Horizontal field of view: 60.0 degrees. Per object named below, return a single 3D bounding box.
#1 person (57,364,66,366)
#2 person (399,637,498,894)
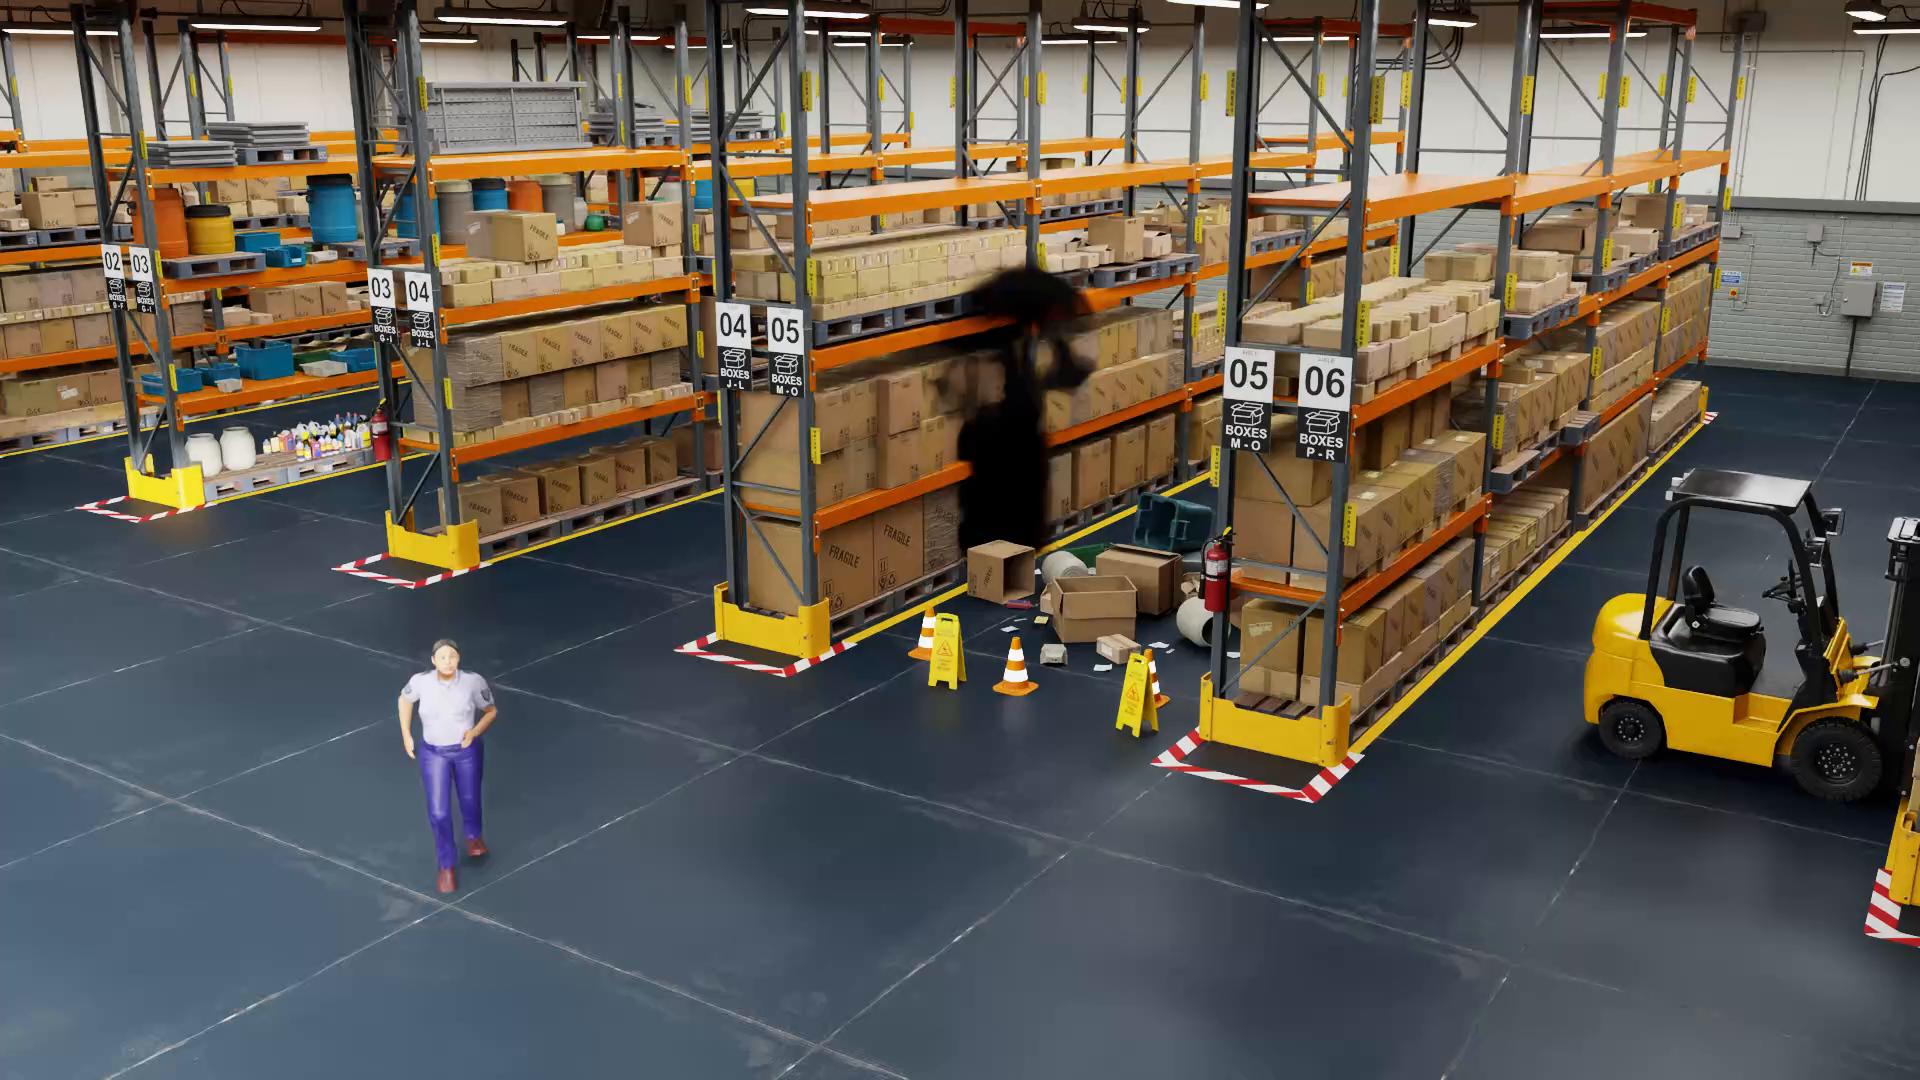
[{"bbox_3d":[-14.575,-3.075,27.080,0.713,1.730,0.661,8,17,26],"label":"person"},{"bbox_3d":[-3.352,1.499,11.005,0.613,1.627,0.718,-5,16,-19],"label":"person"}]
